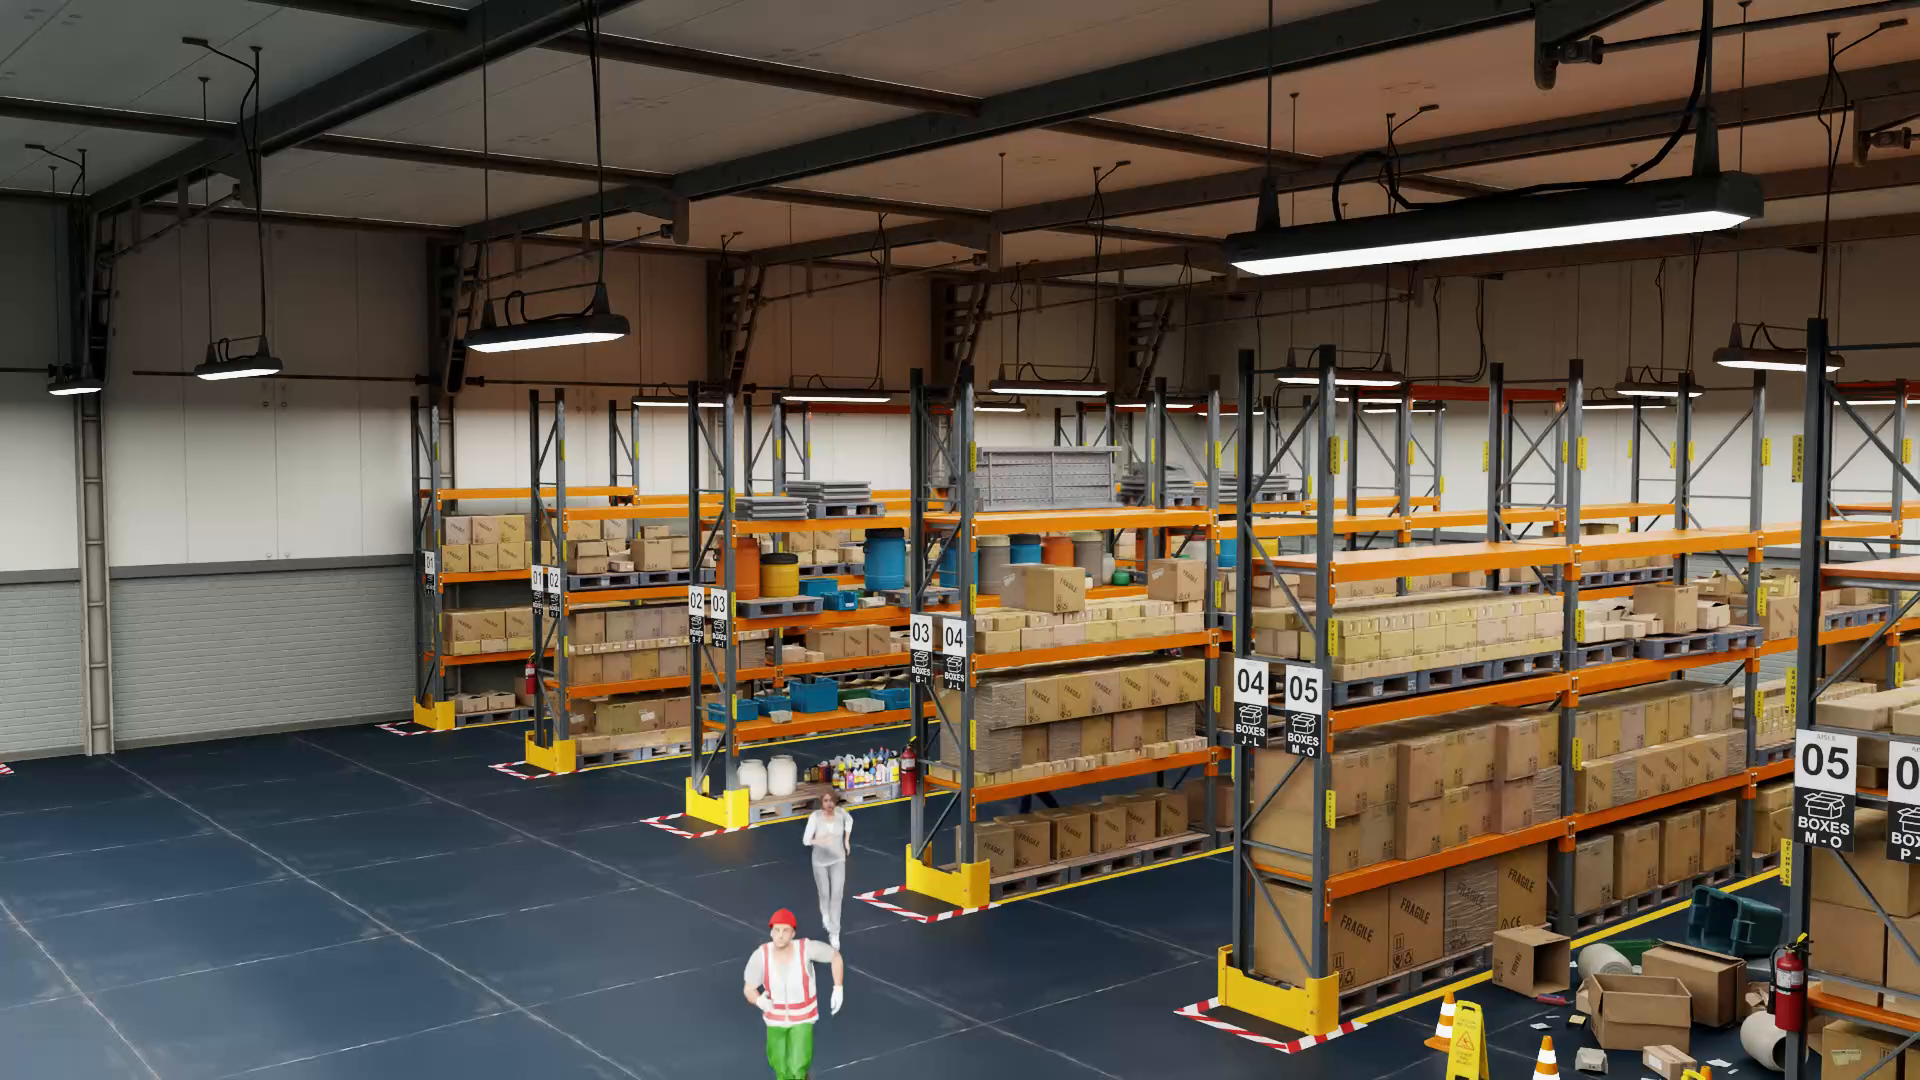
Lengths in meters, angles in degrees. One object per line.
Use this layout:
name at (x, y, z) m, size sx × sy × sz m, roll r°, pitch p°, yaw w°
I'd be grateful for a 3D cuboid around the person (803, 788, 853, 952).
person at (-1.361, 3.411, 17.182) m, size 0.528 × 1.557 × 0.806 m, roll 0°, pitch 3°, yaw -7°

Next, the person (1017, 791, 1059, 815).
person at (1.030, 3.038, 22.363) m, size 0.872 × 1.694 × 0.627 m, roll -3°, pitch 5°, yaw -42°

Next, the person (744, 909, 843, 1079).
person at (-1.239, 3.557, 12.226) m, size 0.704 × 1.724 × 0.726 m, roll 0°, pitch 3°, yaw 4°
